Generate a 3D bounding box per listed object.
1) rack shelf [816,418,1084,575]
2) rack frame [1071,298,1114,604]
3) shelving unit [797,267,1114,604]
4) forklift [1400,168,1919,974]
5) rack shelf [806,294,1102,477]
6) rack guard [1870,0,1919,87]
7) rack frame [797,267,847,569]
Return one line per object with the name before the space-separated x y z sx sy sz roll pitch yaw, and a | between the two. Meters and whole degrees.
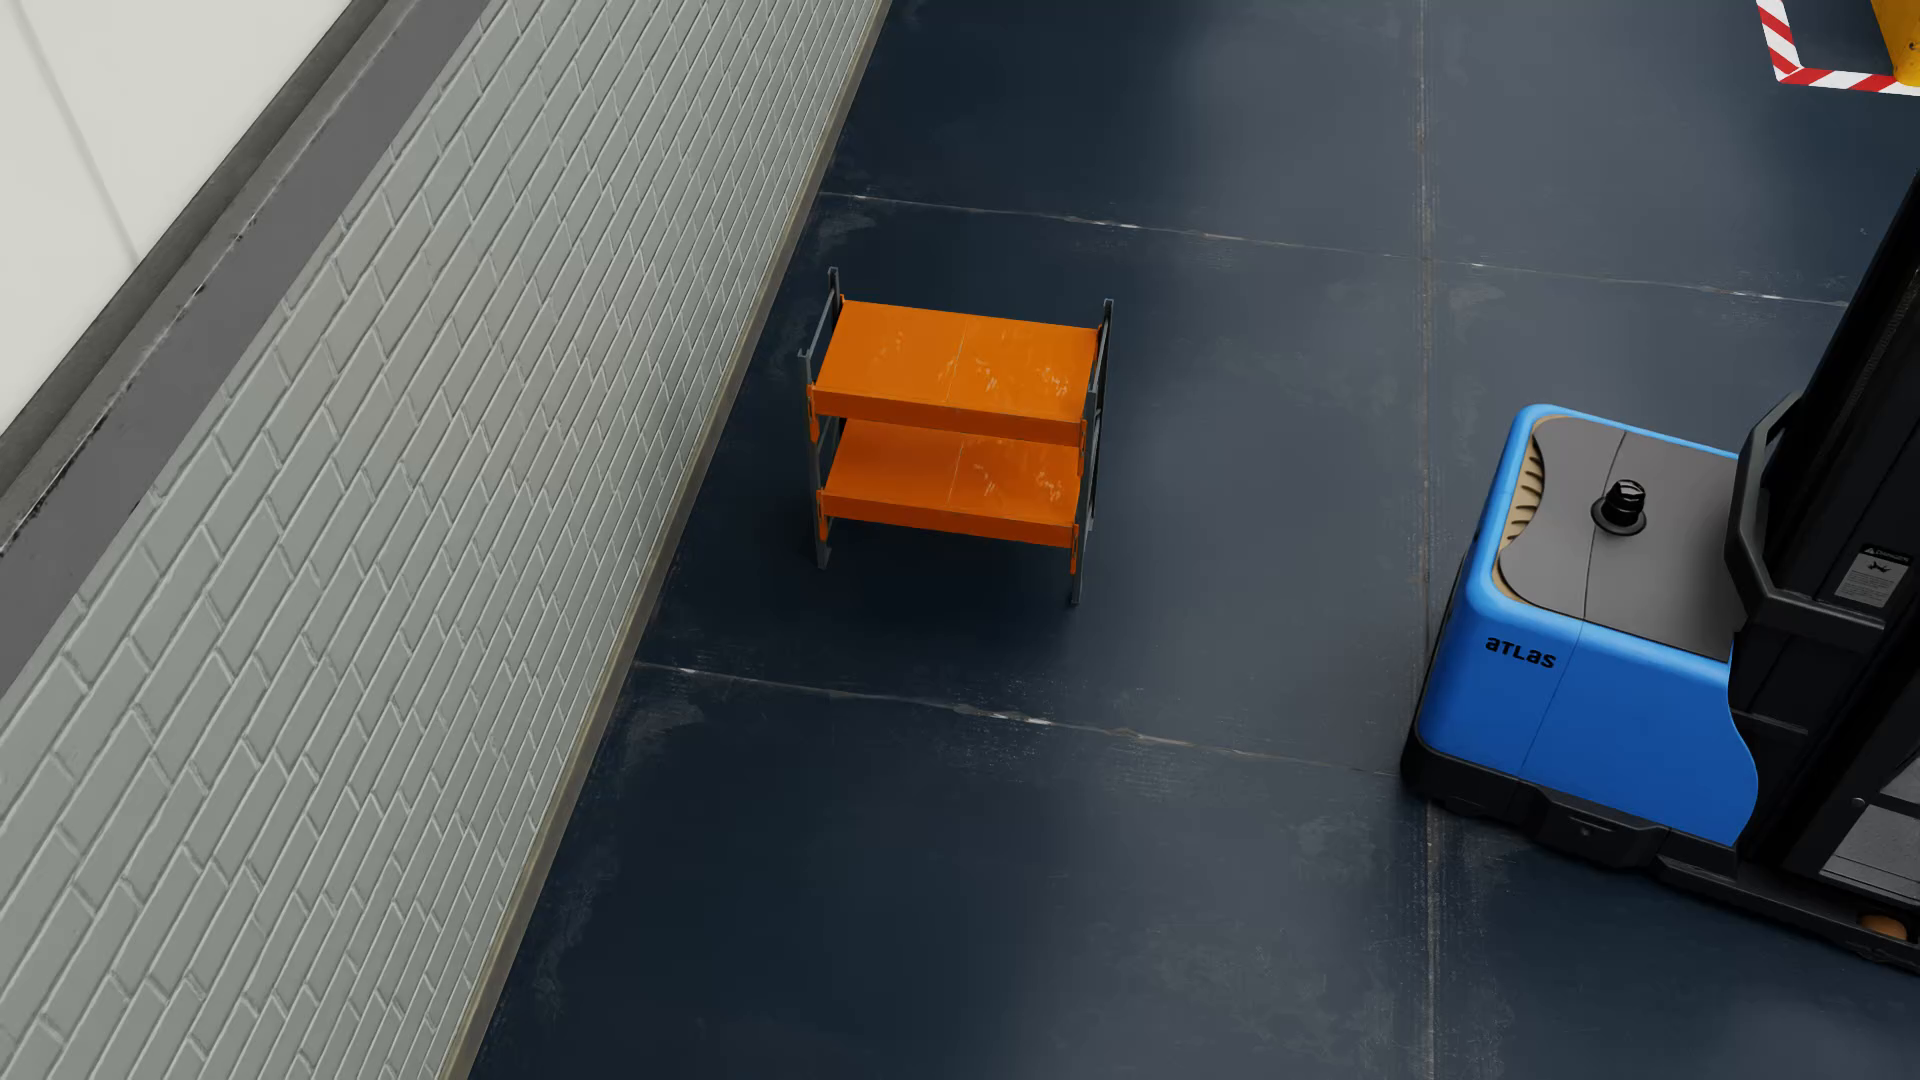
rack shelf | -0.007 -0.213 6.486 1.000 0.278 0.538 8 49 7
rack frame | 0.494 -0.310 6.244 0.032 1.125 0.500 8 49 7
shelving unit | -0.007 -0.377 6.304 1.048 1.125 0.538 8 49 7
forklift | 3.126 0.009 4.743 3.031 2.935 1.130 18 50 15
rack shelf | -0.007 -0.572 6.087 1.000 0.278 0.538 8 49 7
rack guard | 5.297 -3.012 9.092 0.348 0.500 1.175 8 49 7
rack frame | -0.507 -0.444 6.365 0.032 1.125 0.500 8 49 7
